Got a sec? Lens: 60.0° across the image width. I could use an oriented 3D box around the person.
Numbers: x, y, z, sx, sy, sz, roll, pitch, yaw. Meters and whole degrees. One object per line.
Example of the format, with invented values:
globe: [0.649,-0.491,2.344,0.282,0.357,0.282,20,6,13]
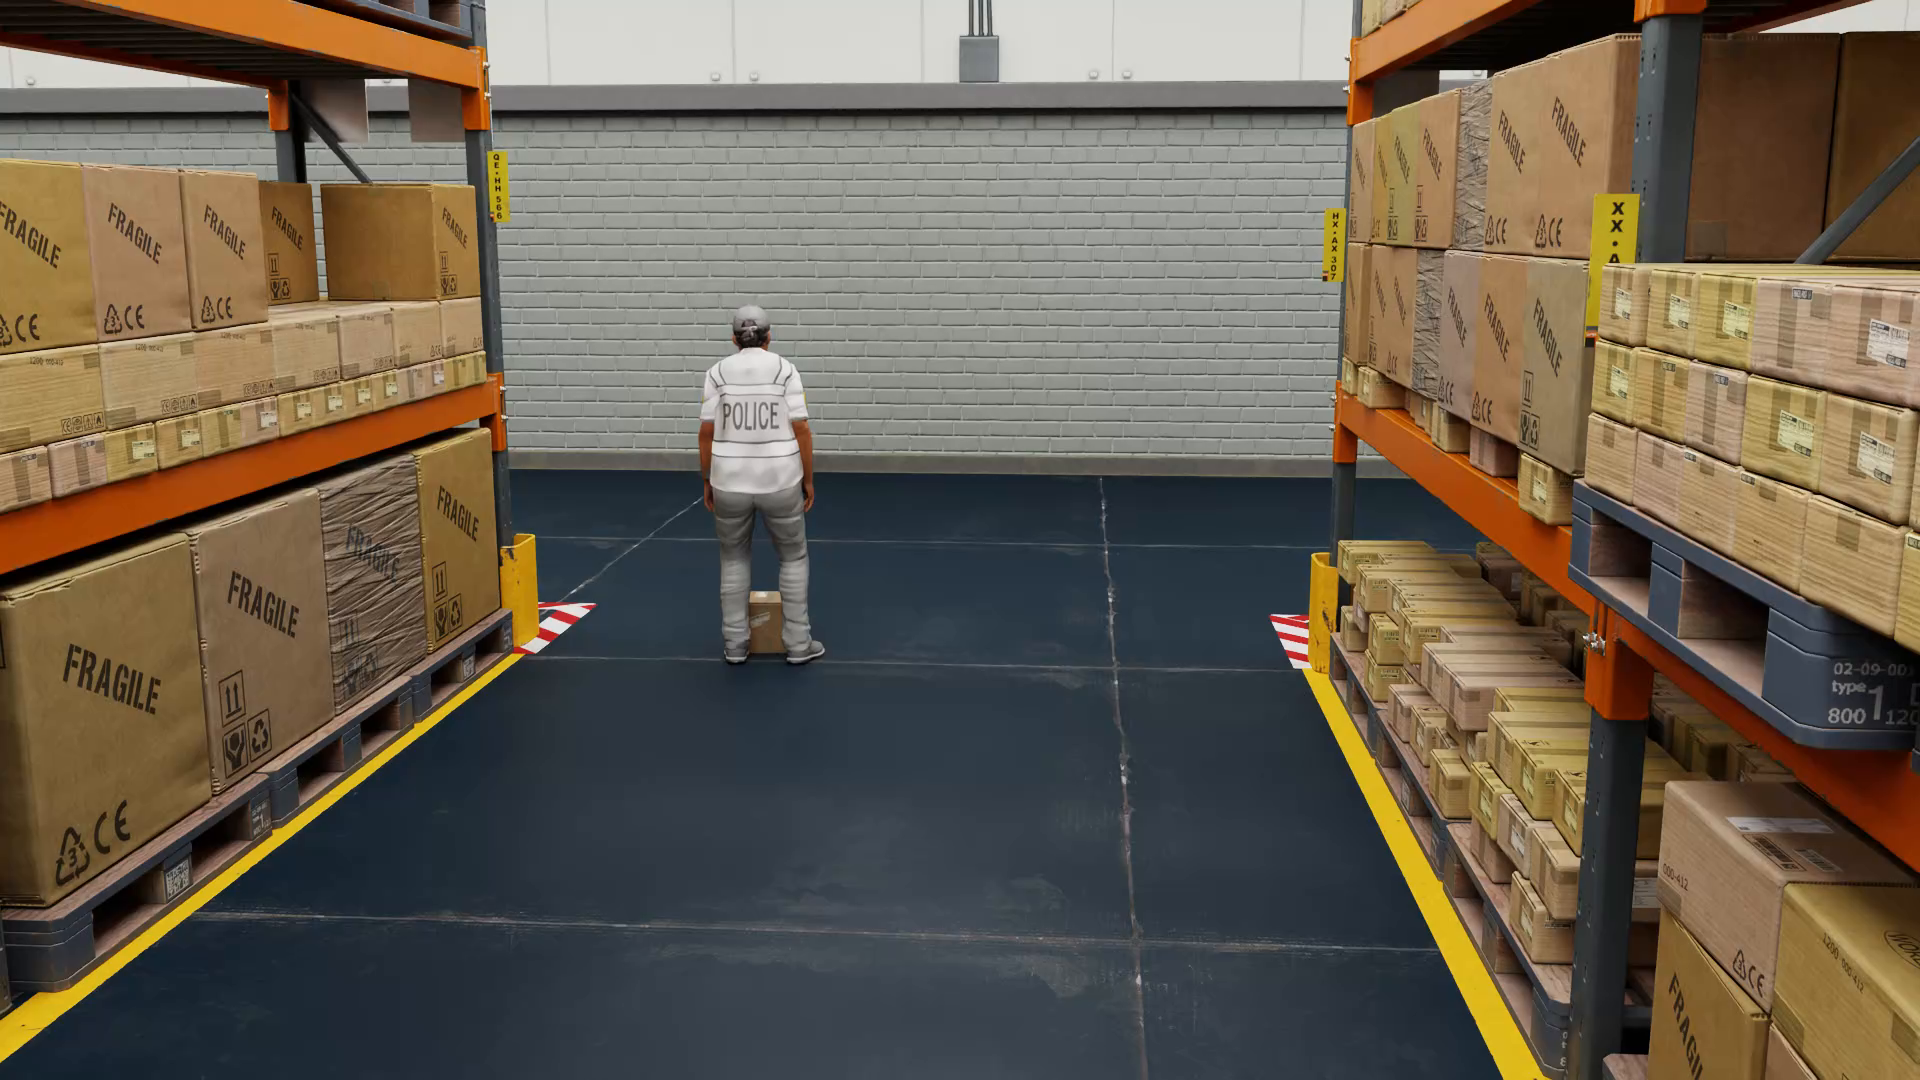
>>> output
person: [-0.926,-0.254,7.740,0.552,1.664,0.468,0,11,1]
